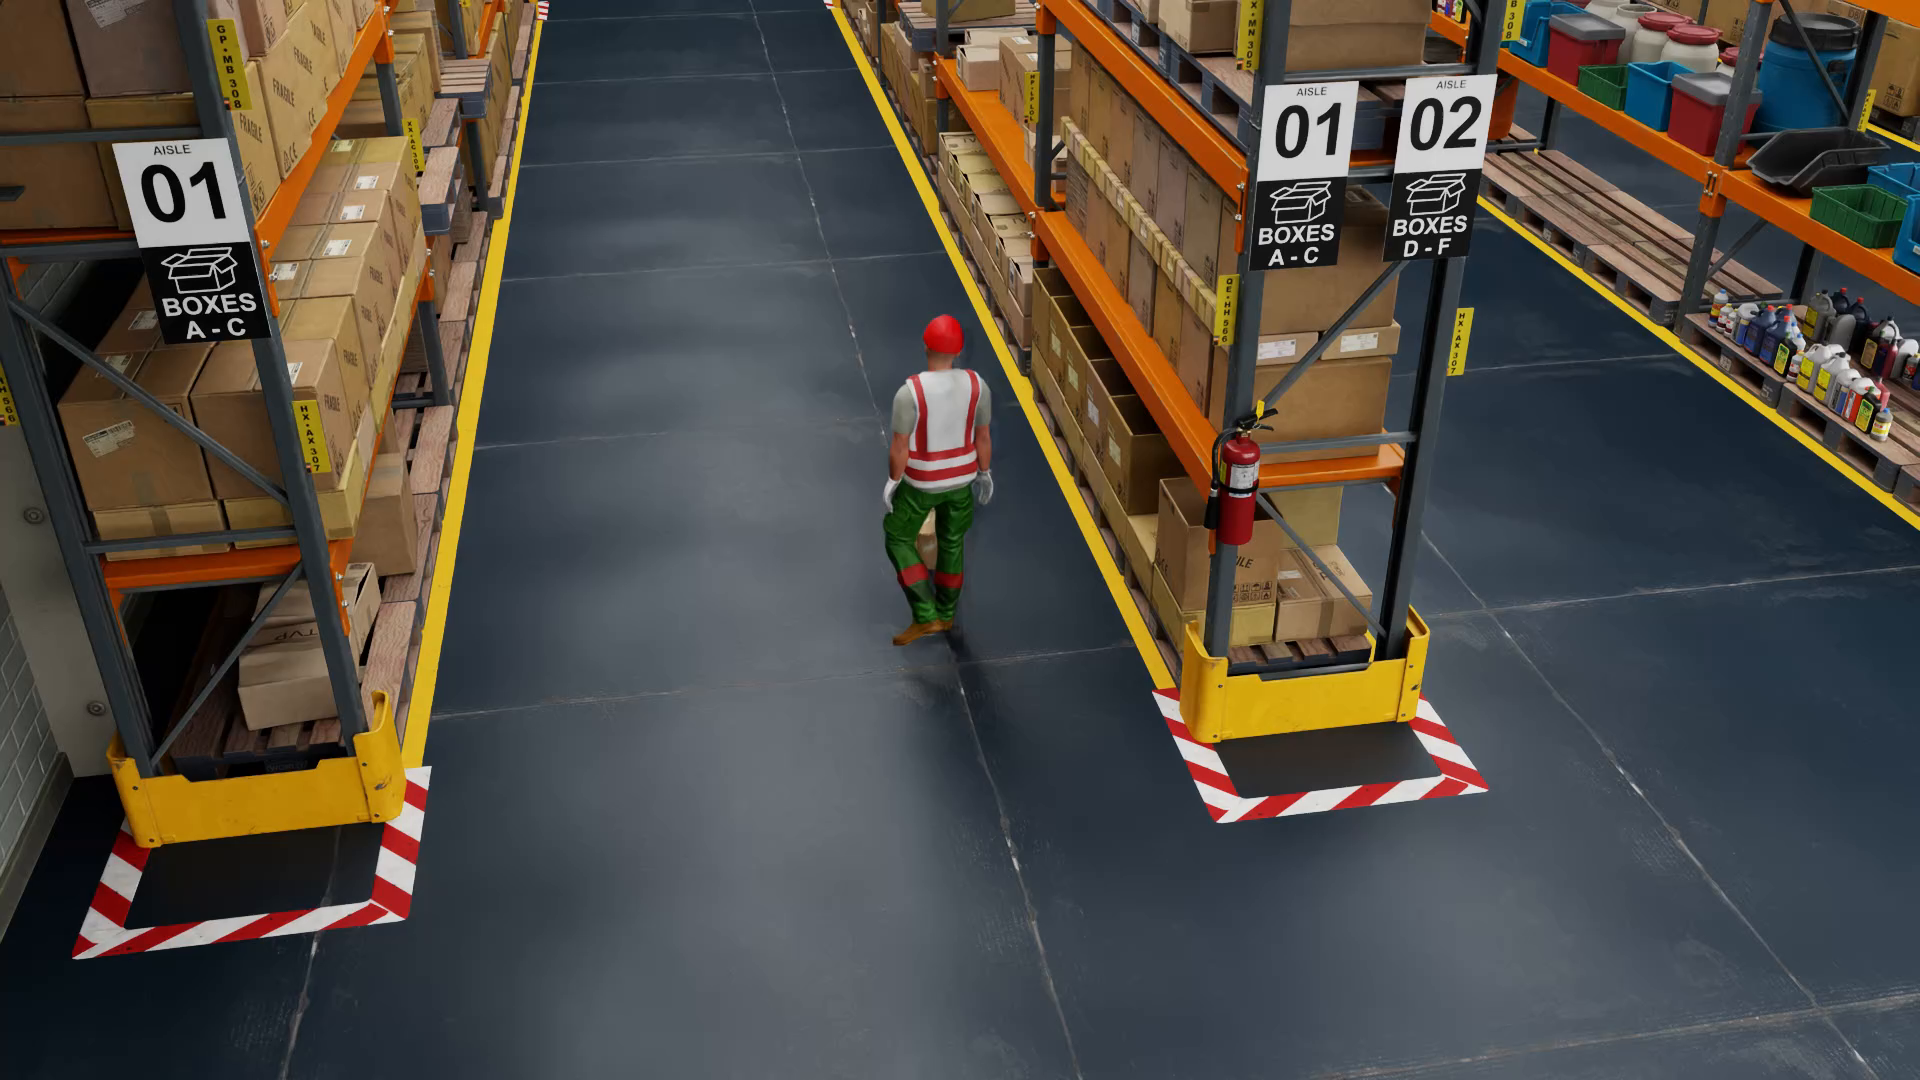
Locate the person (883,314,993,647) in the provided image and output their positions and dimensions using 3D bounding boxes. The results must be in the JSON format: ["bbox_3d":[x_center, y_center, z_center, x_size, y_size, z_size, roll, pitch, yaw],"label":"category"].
[{"bbox_3d":[-0.105,-0.275,8.554,0.621,1.787,0.572,-10,32,-17],"label":"person"}]
